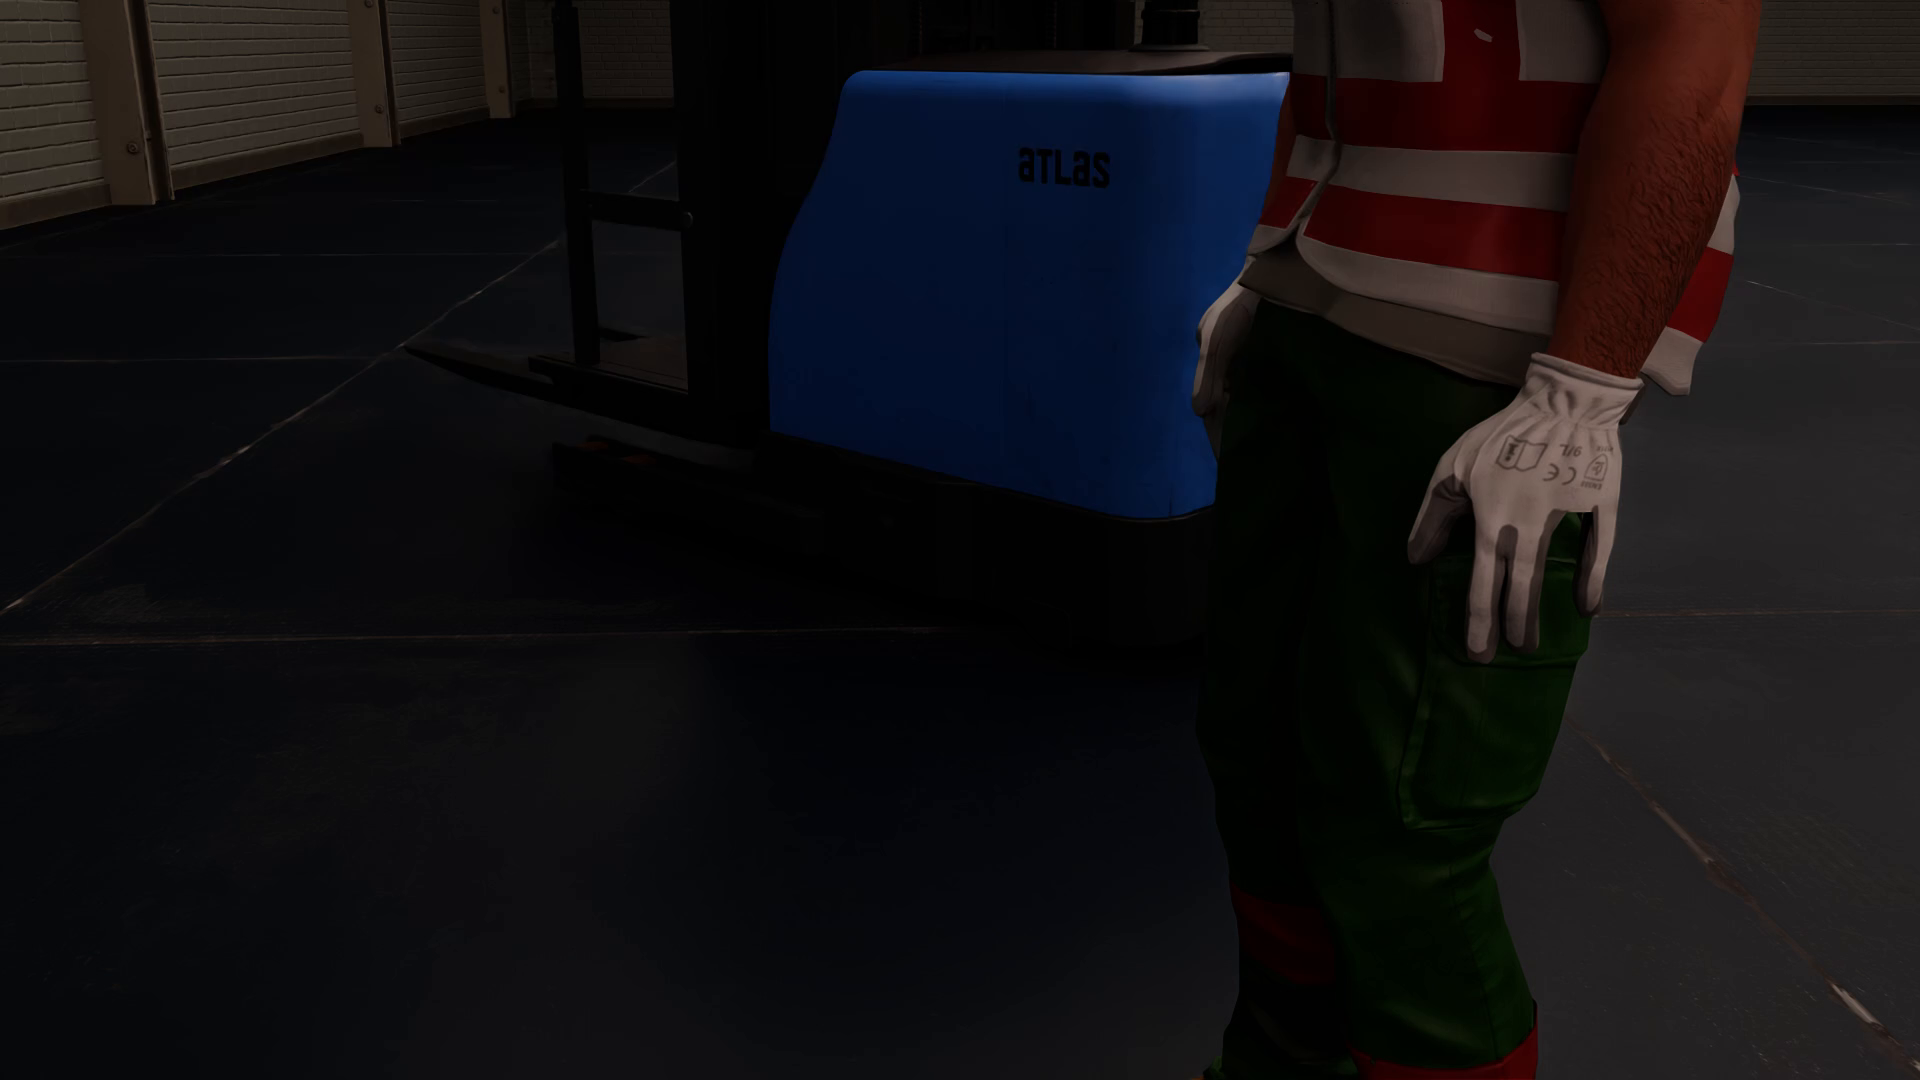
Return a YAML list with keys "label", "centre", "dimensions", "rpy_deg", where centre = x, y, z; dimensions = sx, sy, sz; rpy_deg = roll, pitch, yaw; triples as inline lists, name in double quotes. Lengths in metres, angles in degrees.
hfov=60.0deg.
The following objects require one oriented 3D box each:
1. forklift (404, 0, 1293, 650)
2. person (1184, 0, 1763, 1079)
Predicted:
- label: "forklift"
  centre: [-0.384, -1.542, 3.949]
  dimensions: [3.031, 2.935, 1.130]
  rpy_deg: [16, 23, 42]
- label: "person"
  centre: [0.342, -0.141, 1.348]
  dimensions: [0.453, 1.777, 0.614]
  rpy_deg: [-3, 17, -11]
